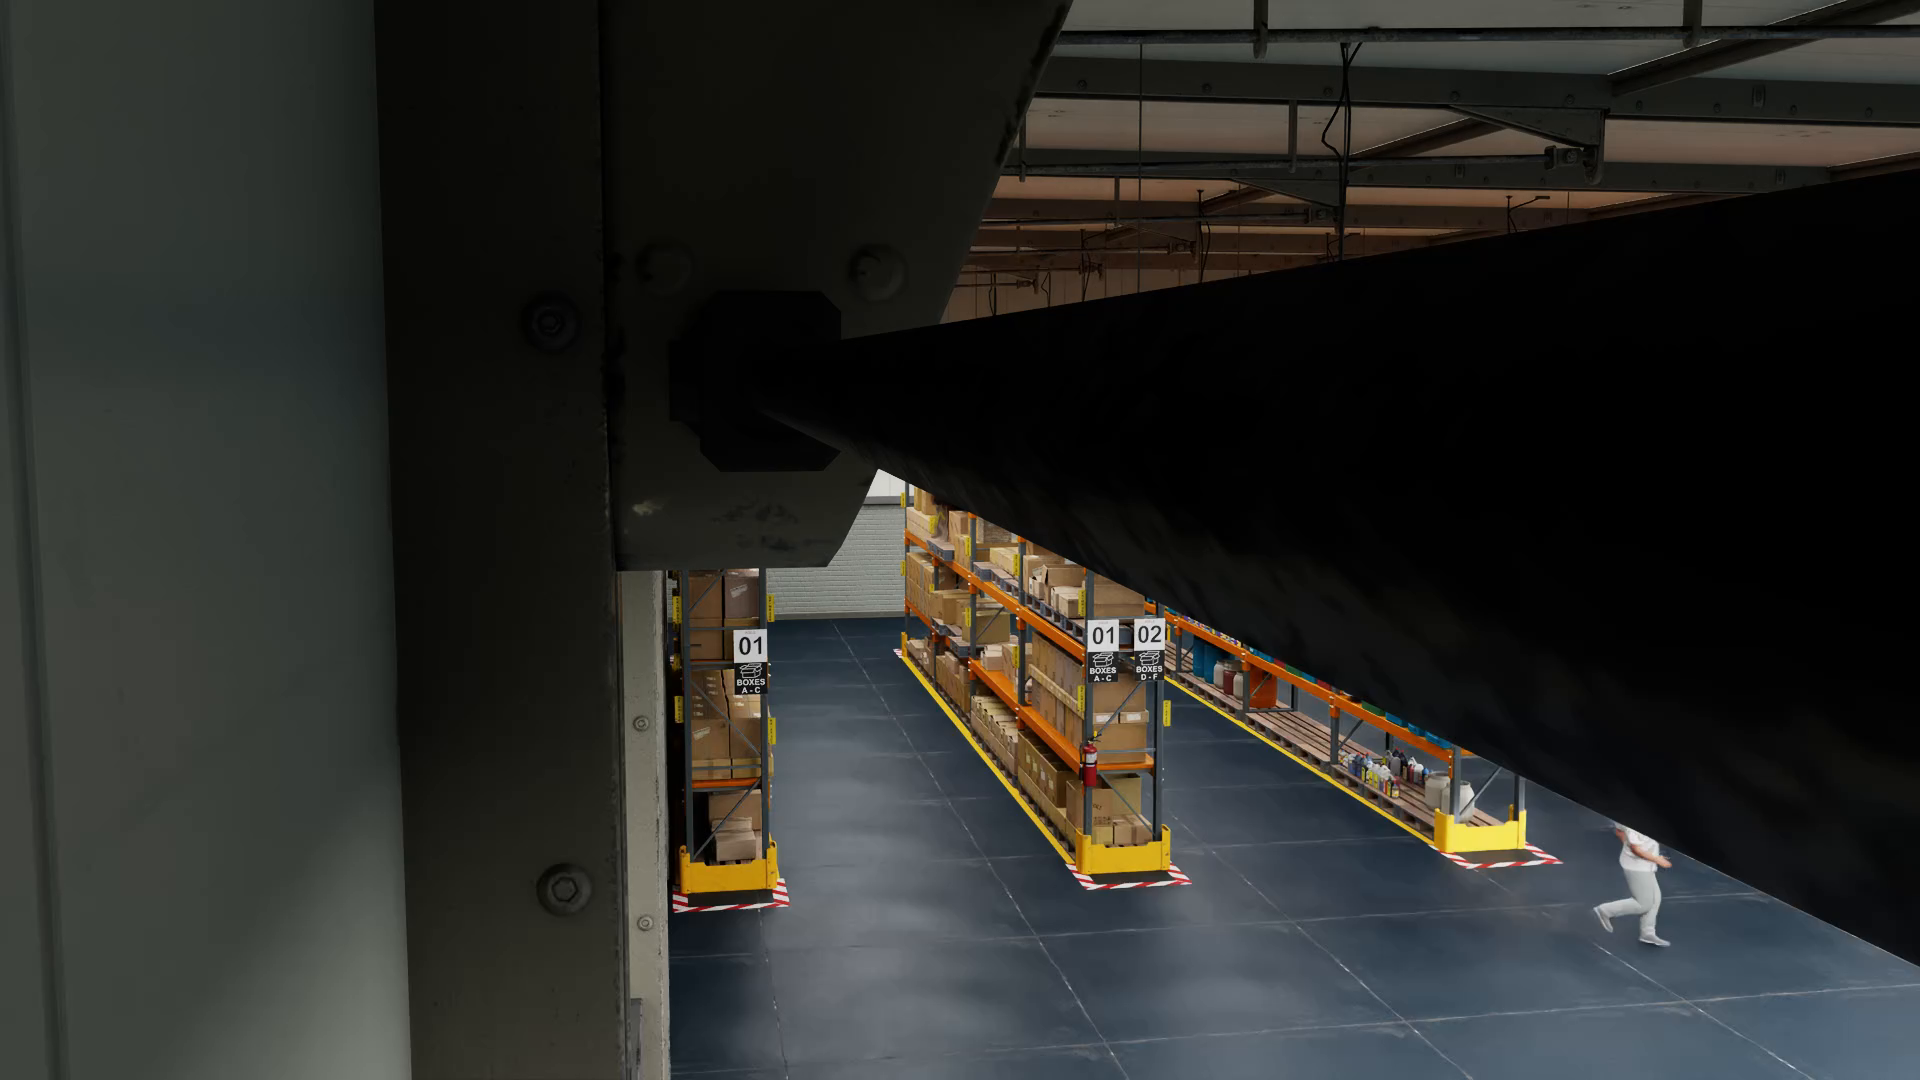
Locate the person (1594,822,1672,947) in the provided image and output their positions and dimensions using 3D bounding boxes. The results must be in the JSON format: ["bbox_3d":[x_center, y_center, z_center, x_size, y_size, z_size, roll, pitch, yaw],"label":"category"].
[{"bbox_3d":[7.403,3.582,18.266,0.816,1.772,0.663,1,6,14],"label":"person"}]
